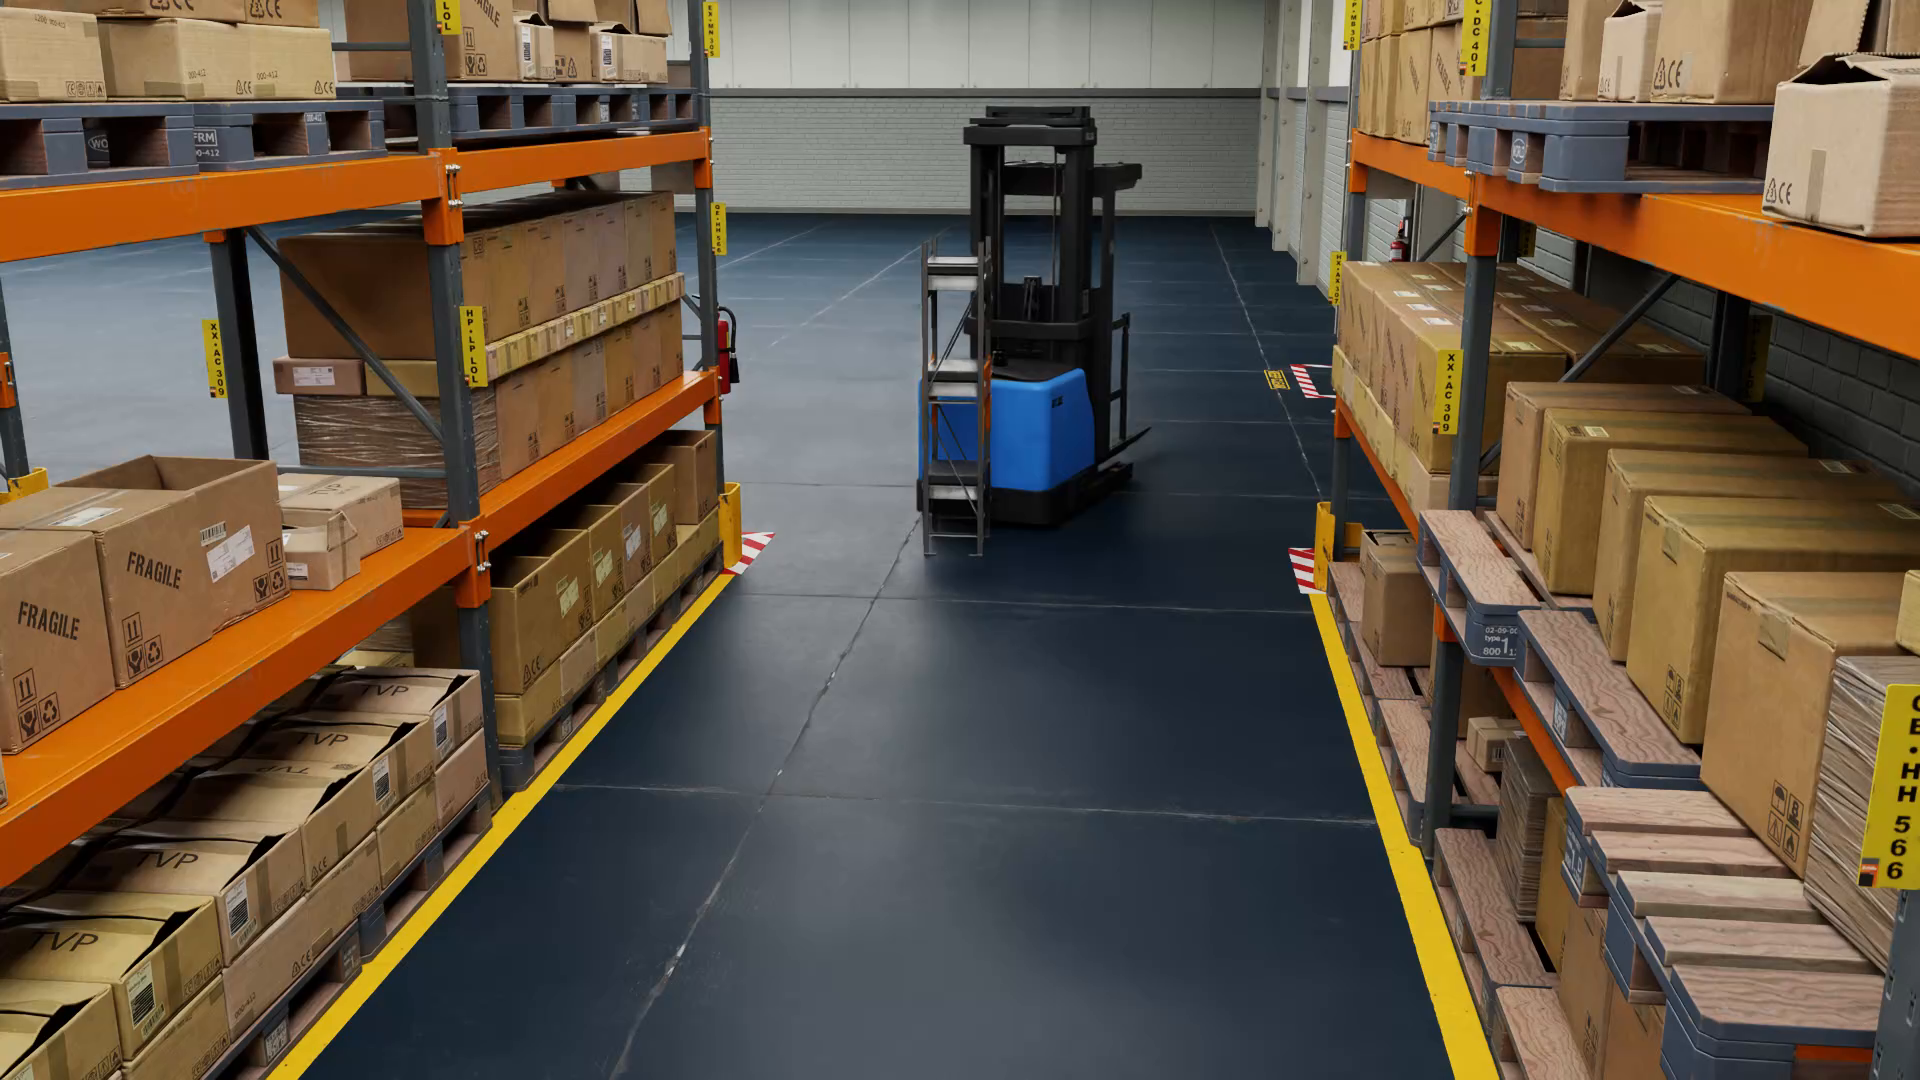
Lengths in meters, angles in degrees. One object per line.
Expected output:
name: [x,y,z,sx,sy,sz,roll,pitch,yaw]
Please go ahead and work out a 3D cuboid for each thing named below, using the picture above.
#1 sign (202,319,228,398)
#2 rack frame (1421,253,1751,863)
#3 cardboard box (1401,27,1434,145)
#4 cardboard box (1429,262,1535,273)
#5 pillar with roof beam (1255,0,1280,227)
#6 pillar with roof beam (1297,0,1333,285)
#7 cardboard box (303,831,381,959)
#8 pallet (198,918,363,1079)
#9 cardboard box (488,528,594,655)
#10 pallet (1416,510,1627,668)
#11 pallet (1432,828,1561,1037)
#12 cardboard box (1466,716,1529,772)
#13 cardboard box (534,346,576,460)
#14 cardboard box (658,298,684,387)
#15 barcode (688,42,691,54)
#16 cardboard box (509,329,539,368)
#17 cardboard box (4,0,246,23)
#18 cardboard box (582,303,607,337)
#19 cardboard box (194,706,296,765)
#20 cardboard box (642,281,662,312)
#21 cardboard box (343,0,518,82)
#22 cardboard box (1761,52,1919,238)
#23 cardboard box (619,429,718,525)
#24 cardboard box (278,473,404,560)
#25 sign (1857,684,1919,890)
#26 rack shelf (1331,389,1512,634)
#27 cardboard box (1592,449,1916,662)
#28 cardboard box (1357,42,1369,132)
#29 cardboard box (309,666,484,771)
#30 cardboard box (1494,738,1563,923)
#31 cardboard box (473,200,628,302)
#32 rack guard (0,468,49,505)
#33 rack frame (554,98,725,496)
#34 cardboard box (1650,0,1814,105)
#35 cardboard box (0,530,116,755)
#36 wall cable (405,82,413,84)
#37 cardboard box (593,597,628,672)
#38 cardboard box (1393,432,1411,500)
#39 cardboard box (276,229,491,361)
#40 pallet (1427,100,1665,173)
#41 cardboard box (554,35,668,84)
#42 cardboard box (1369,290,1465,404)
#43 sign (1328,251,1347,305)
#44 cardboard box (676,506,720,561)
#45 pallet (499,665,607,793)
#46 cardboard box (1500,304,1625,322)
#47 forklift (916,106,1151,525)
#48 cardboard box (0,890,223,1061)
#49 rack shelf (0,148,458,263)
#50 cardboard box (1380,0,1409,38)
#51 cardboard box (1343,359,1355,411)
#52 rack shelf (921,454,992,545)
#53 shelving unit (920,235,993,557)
sign: [-3.070,-0.750,6.878,0.100,0.325,0.005,2,15,6]
rack frame: [2.404,-0.133,6.406,1.000,3.000,0.127,2,15,6]
cardboard box: [2.310,-2.052,7.530,0.500,0.500,0.500,1,15,4]
cardboard box: [3.014,-1.341,9.687,0.500,0.500,0.500,2,15,6]
pillar with roof beam: [2.744,-11.767,37.938,9.100,9.000,0.400,2,15,6]
pillar with roof beam: [1.390,-8.654,26.428,9.100,9.000,0.400,2,15,6]
cardboard box: [-2.393,1.227,5.841,0.500,0.250,0.500,2,15,8]
pallet: [-2.698,1.578,5.422,1.003,0.211,1.213,2,15,6]
cardboard box: [-2.106,0.244,8.039,0.500,0.500,0.500,2,15,6]
pallet: [2.174,0.154,5.714,1.003,0.211,1.213,2,15,6]
pallet: [2.318,1.415,6.023,1.003,0.211,1.213,2,15,6]
cardboard box: [2.435,0.883,7.235,0.380,0.166,0.250,0,15,-1]
cardboard box: [-2.361,-0.708,8.343,0.700,0.500,0.500,2,15,7]
cardboard box: [-2.132,-1.243,10.319,0.700,0.500,0.500,2,15,6]
barcode: [-1.621,-2.951,9.970,0.001,0.075,0.075,2,15,6]
cardboard box: [-2.211,-0.903,7.821,0.380,0.149,0.250,2,15,6]
cardboard box: [-2.668,-1.911,5.281,0.500,0.500,0.500,3,15,12]
cardboard box: [-2.093,-1.169,8.806,0.380,0.149,0.250,1,15,5]
cardboard box: [-2.874,0.806,6.324,0.500,0.311,0.500,2,15,6]
cardboard box: [-1.977,-1.437,9.797,0.380,0.149,0.250,1,15,5]
cardboard box: [-2.199,-2.167,6.919,0.500,0.500,0.500,3,15,11]
cardboard box: [1.766,-0.705,2.907,0.500,0.311,0.500,2,15,6]
cardboard box: [-1.832,-0.405,10.438,0.500,0.500,0.500,2,15,6]
cardboard box: [-2.530,-0.076,6.485,0.500,0.250,0.500,3,15,10]
sign: [1.413,0.371,2.479,0.100,0.325,0.005,2,15,6]
rack shelf: [2.630,-0.304,8.418,1.077,0.370,4.000,2,15,6]
cardboard box: [2.200,0.054,4.681,0.700,0.500,0.500,4,16,14]
cardboard box: [2.570,-2.597,9.542,0.500,0.500,0.500,2,15,8]
cardboard box: [-2.279,0.690,6.753,0.500,0.311,0.500,2,15,6]
cardboard box: [2.338,1.053,5.967,0.700,0.500,0.500,2,15,8]
cardboard box: [-2.248,-1.588,9.111,0.700,0.500,0.500,2,15,6]
rack guard: [-6.950,-0.234,11.570,1.175,0.500,0.348,2,15,6]
rack frame: [-2.067,-1.315,10.779,1.000,3.000,0.127,2,15,6]
cardboard box: [2.124,-1.372,4.248,0.500,0.500,0.500,1,15,4]
cardboard box: [-2.796,0.276,4.704,0.500,0.500,0.500,1,15,3]
wall cable: [-13.200,-14.651,42.089,2.305,6.003,0.169,2,15,6]
cardboard box: [-2.041,0.477,8.616,0.500,0.250,0.500,2,15,6]
cardboard box: [2.221,-0.331,7.387,0.500,0.250,0.500,2,15,7]
cardboard box: [-2.474,-1.067,7.186,0.700,0.500,0.500,2,15,7]
pallet: [2.229,-1.333,5.459,1.213,0.211,1.003,2,15,6]
cardboard box: [-1.935,-2.655,9.201,0.500,0.250,0.500,2,15,6]
cardboard box: [2.327,-0.958,8.272,0.500,0.500,0.500,2,15,8]
sign: [2.317,-1.604,10.189,0.100,0.325,0.005,2,15,6]
cardboard box: [-1.834,-0.043,10.536,0.500,0.250,0.500,2,15,6]
pallet: [-2.387,0.863,8.064,1.003,0.211,1.213,2,15,6]
cardboard box: [2.789,-0.811,7.726,0.500,0.500,0.500,2,15,8]
forklift: [0.738,-1.862,12.933,1.130,2.935,3.031,7,16,23]
cardboard box: [-2.508,1.218,4.800,0.500,0.311,0.500,1,15,5]
rack shelf: [-2.744,-0.860,4.726,1.077,0.370,4.000,2,15,6]
cardboard box: [2.417,-2.804,8.394,0.500,0.500,0.500,2,15,8]
cardboard box: [2.441,-0.855,9.327,0.500,0.250,0.500,1,15,5]
rack shelf: [-0.019,-0.282,11.415,0.431,0.518,0.480,2,15,6]
shelving unit: [-0.019,-0.971,11.229,0.431,2.100,0.503,2,15,6]
